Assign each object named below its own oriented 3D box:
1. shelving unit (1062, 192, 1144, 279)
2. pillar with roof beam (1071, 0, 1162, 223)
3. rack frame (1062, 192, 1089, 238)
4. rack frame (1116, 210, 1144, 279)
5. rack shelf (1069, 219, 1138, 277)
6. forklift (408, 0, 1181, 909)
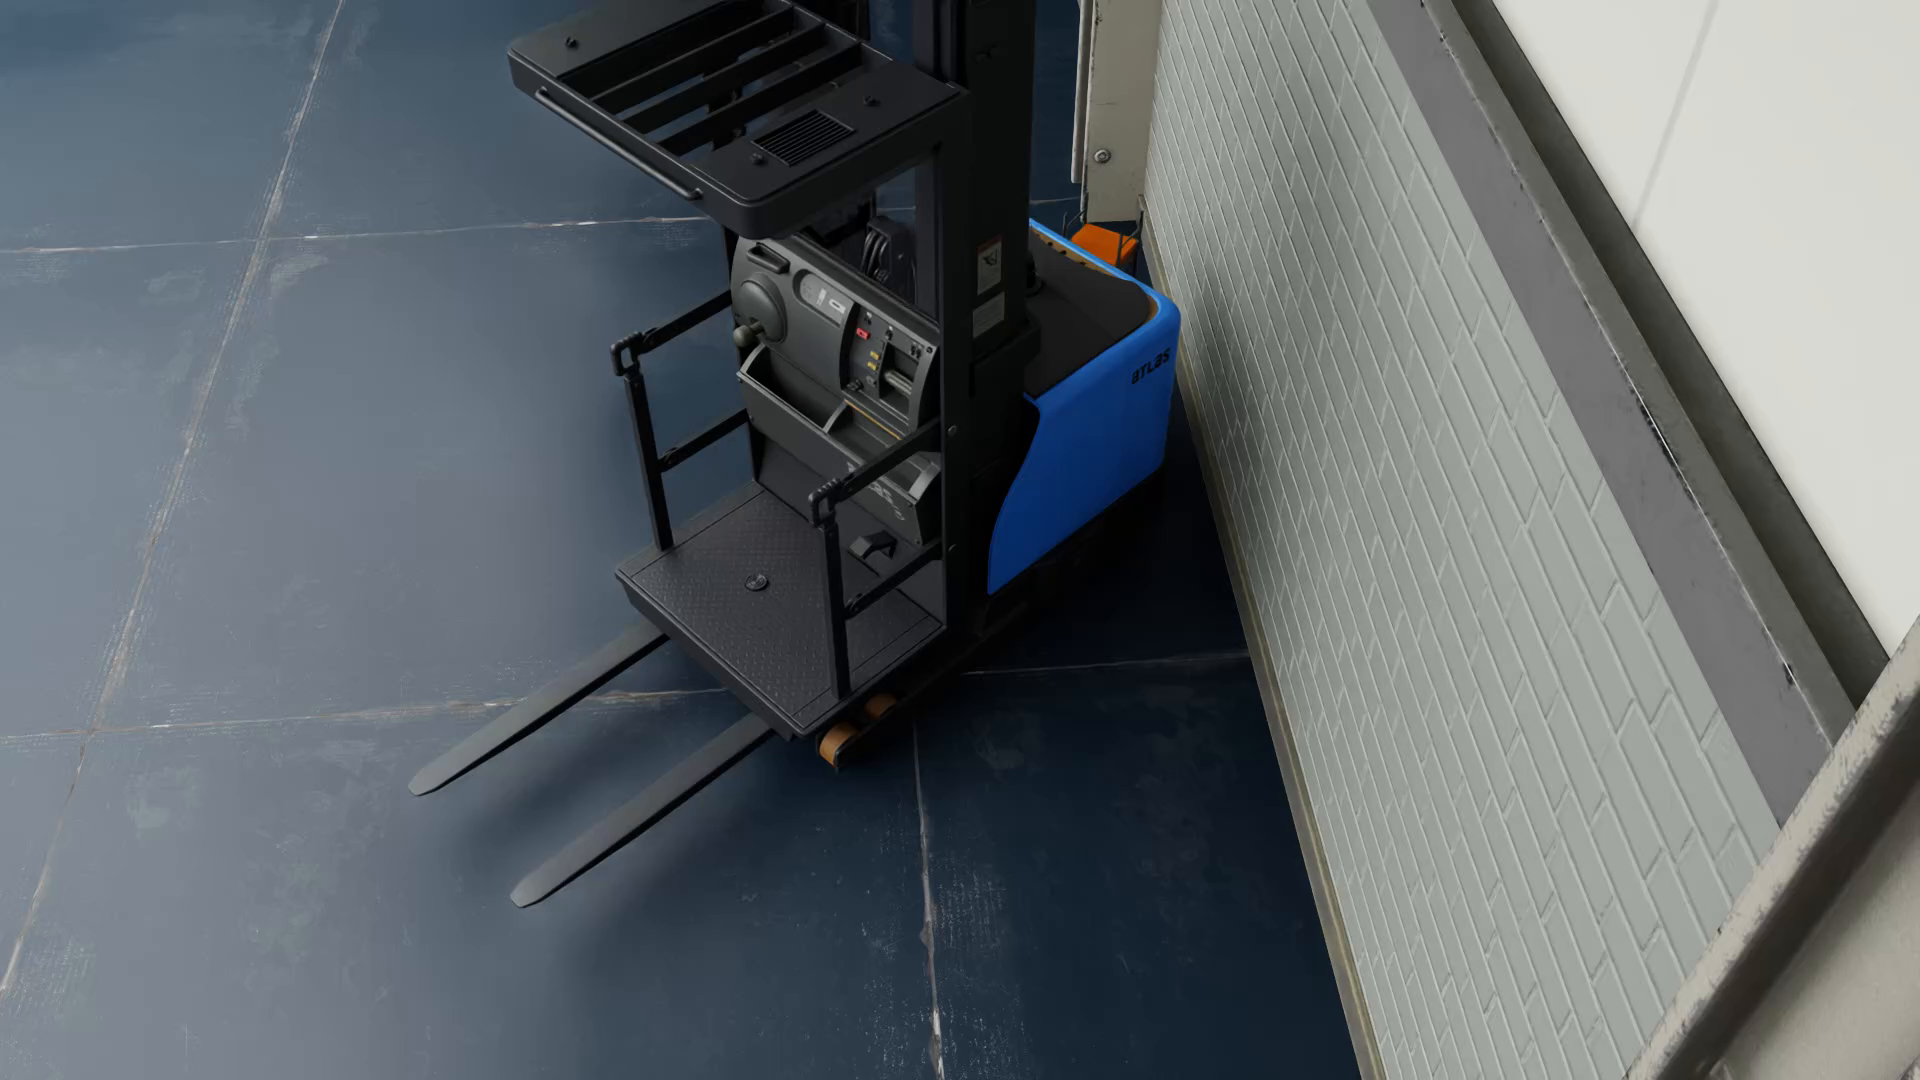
[{"bbox_3d":[0.547,-0.901,6.872,0.252,1.050,0.215,23,47,21],"label":"shelving unit"},{"bbox_3d":[-3.552,-4.558,4.869,9.100,9.000,0.400,-3,47,-3],"label":"pillar with roof beam"},{"bbox_3d":[0.443,-0.947,6.914,0.008,1.050,0.200,23,47,21],"label":"rack frame"},{"bbox_3d":[0.652,-0.856,6.829,0.008,1.050,0.200,23,47,21],"label":"rack frame"},{"bbox_3d":[0.556,-1.099,6.684,0.240,0.259,0.215,23,47,21],"label":"rack shelf"},{"bbox_3d":[-0.571,-0.620,5.318,3.031,2.935,1.130,-36,56,-29],"label":"forklift"}]
